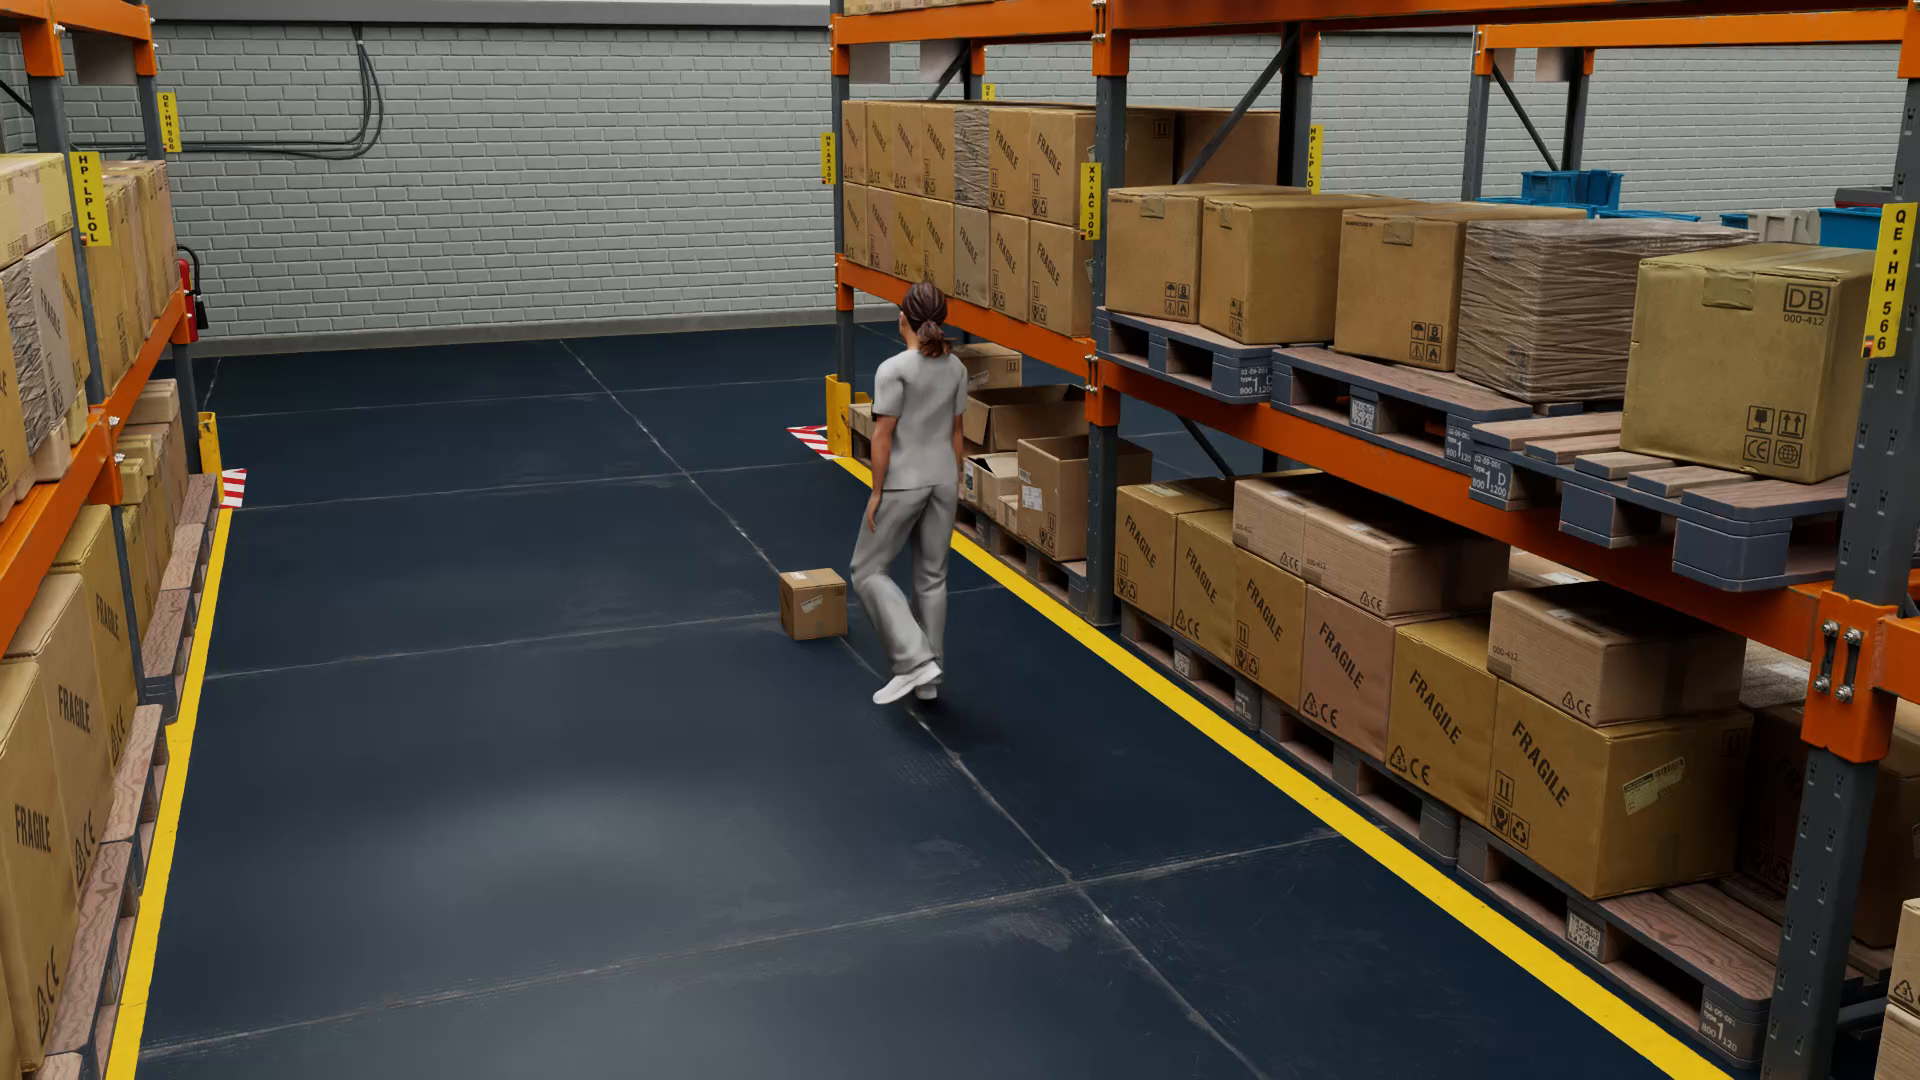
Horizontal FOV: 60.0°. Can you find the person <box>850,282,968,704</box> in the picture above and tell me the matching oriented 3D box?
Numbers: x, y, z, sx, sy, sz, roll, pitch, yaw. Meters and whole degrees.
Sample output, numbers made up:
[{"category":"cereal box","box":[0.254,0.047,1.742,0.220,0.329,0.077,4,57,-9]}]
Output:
[{"category":"person","box":[-0.151,-0.168,6.546,0.498,1.666,0.459,-9,18,-30]}]
